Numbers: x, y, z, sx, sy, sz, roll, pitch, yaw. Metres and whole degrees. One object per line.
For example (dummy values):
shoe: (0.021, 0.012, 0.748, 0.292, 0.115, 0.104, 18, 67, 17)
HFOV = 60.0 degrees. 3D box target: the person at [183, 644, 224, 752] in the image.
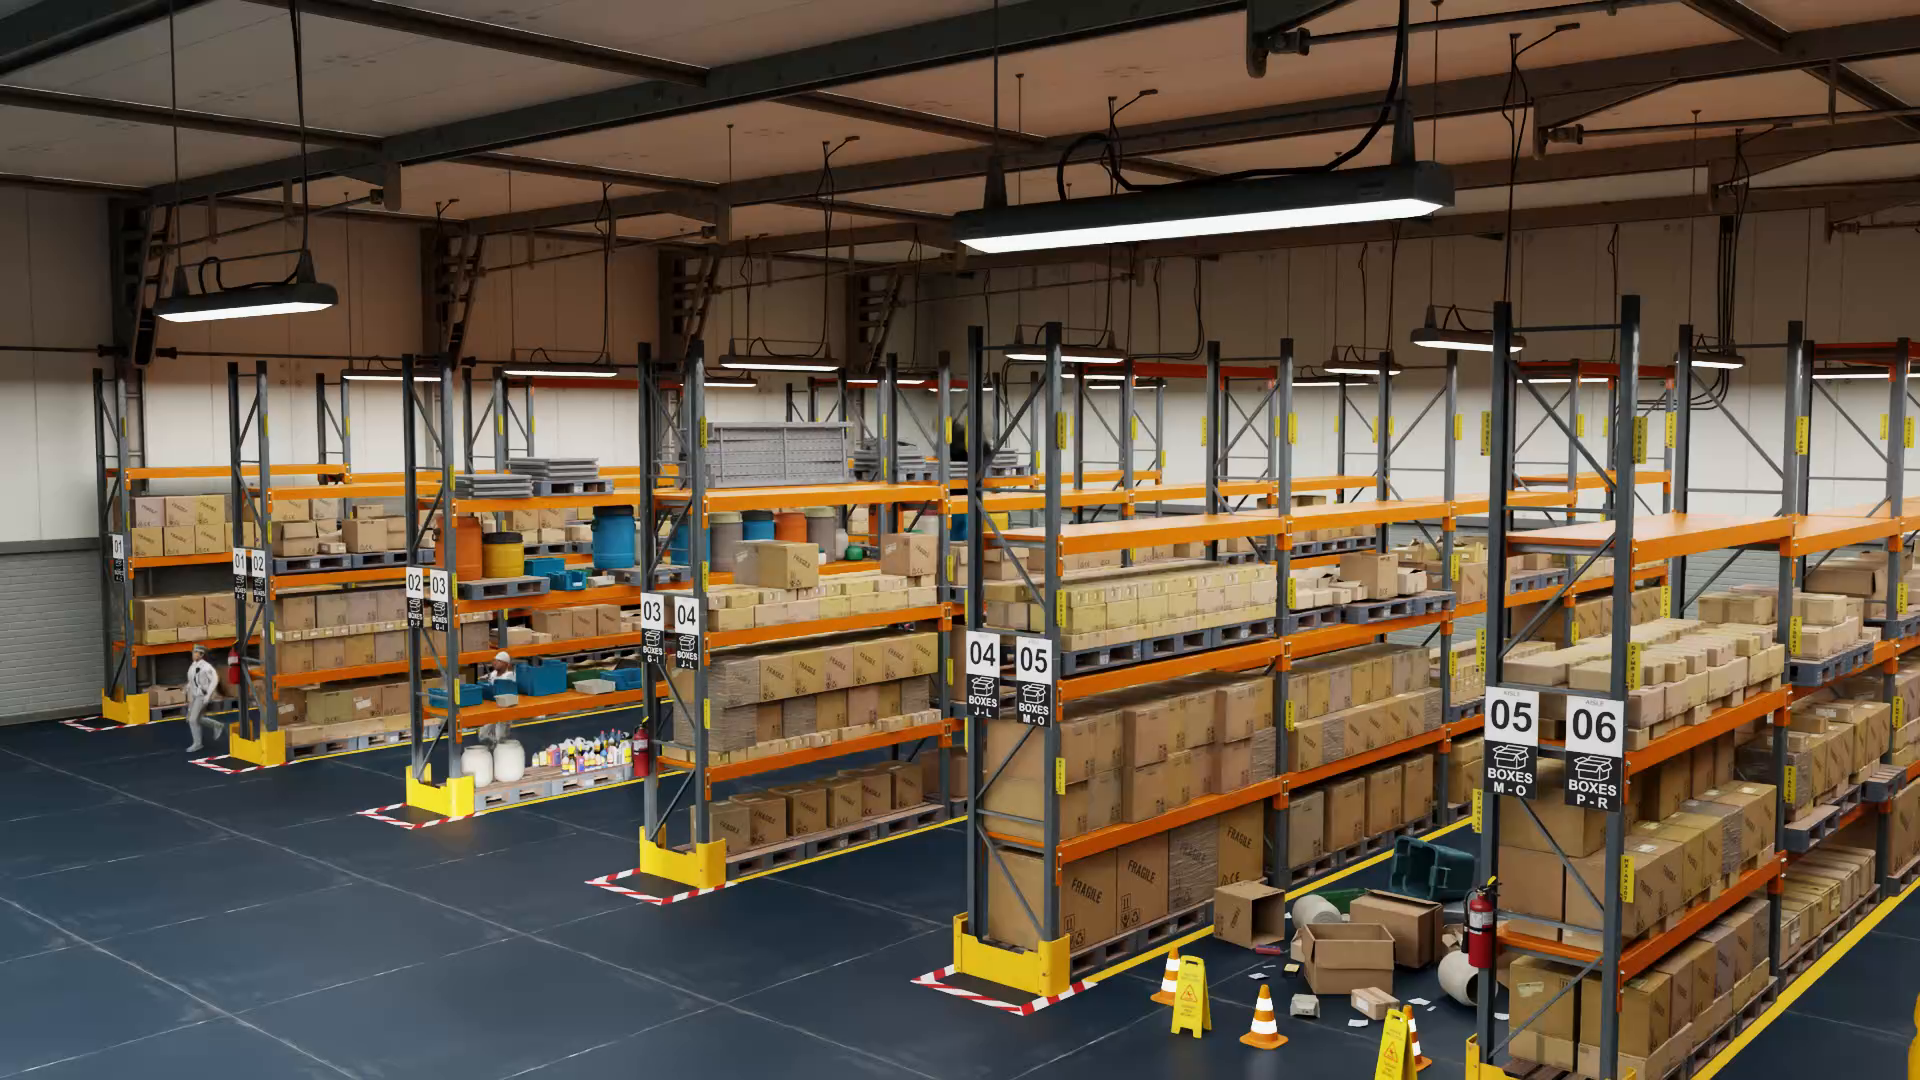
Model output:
person: (-11.815, 2.441, 25.959, 0.657, 1.677, 0.622, 4, 6, 42)

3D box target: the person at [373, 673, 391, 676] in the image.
person: (-9.870, 2.212, 28.396, 0.614, 1.707, 0.854, 3, 5, 37)

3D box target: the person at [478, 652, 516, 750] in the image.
person: (-6.735, 2.502, 24.180, 0.666, 1.746, 0.615, 3, 5, 36)
